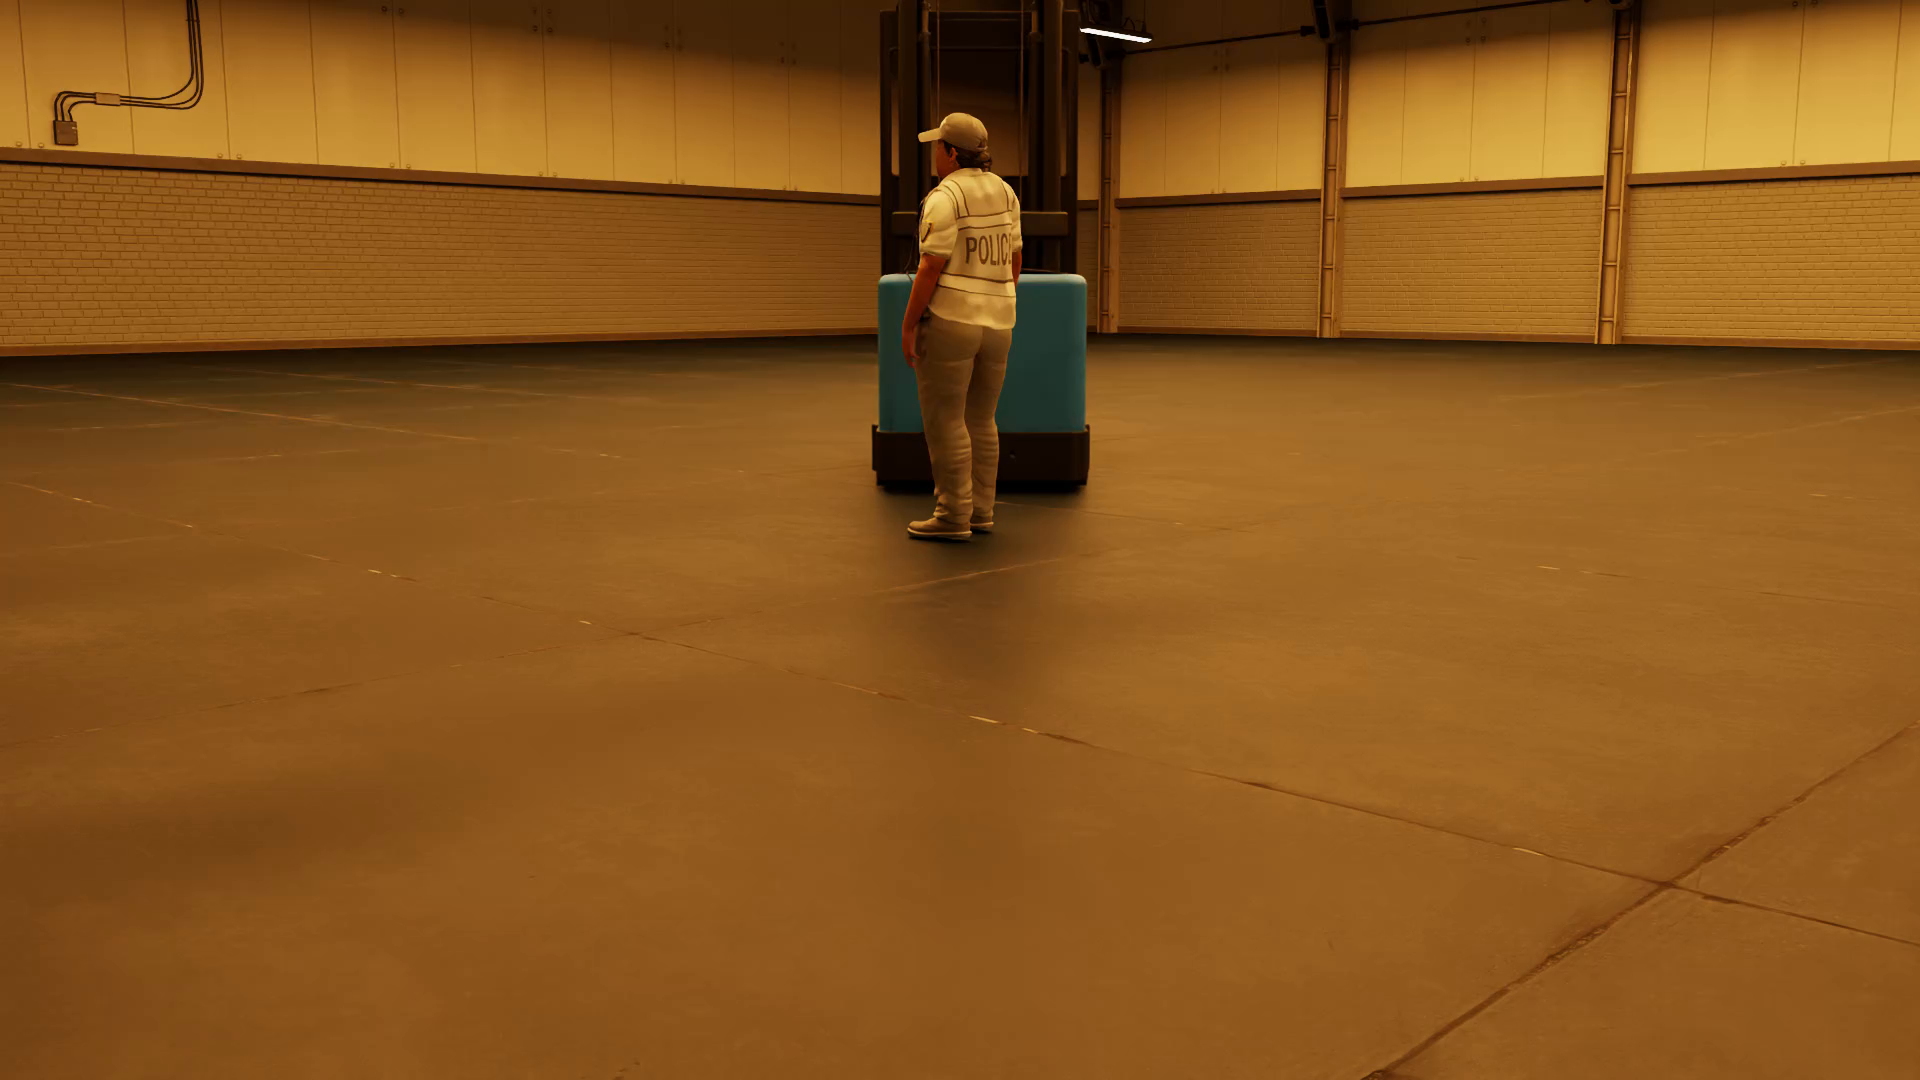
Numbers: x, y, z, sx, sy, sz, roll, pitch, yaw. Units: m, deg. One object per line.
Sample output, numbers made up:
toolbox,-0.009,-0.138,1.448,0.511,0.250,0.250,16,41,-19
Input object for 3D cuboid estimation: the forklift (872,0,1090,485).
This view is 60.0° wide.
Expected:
forklift,0.102,-1.893,9.444,1.130,2.935,3.031,0,9,0

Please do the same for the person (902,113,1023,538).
person,-0.039,-0.841,6.661,0.529,1.670,0.598,8,12,43
